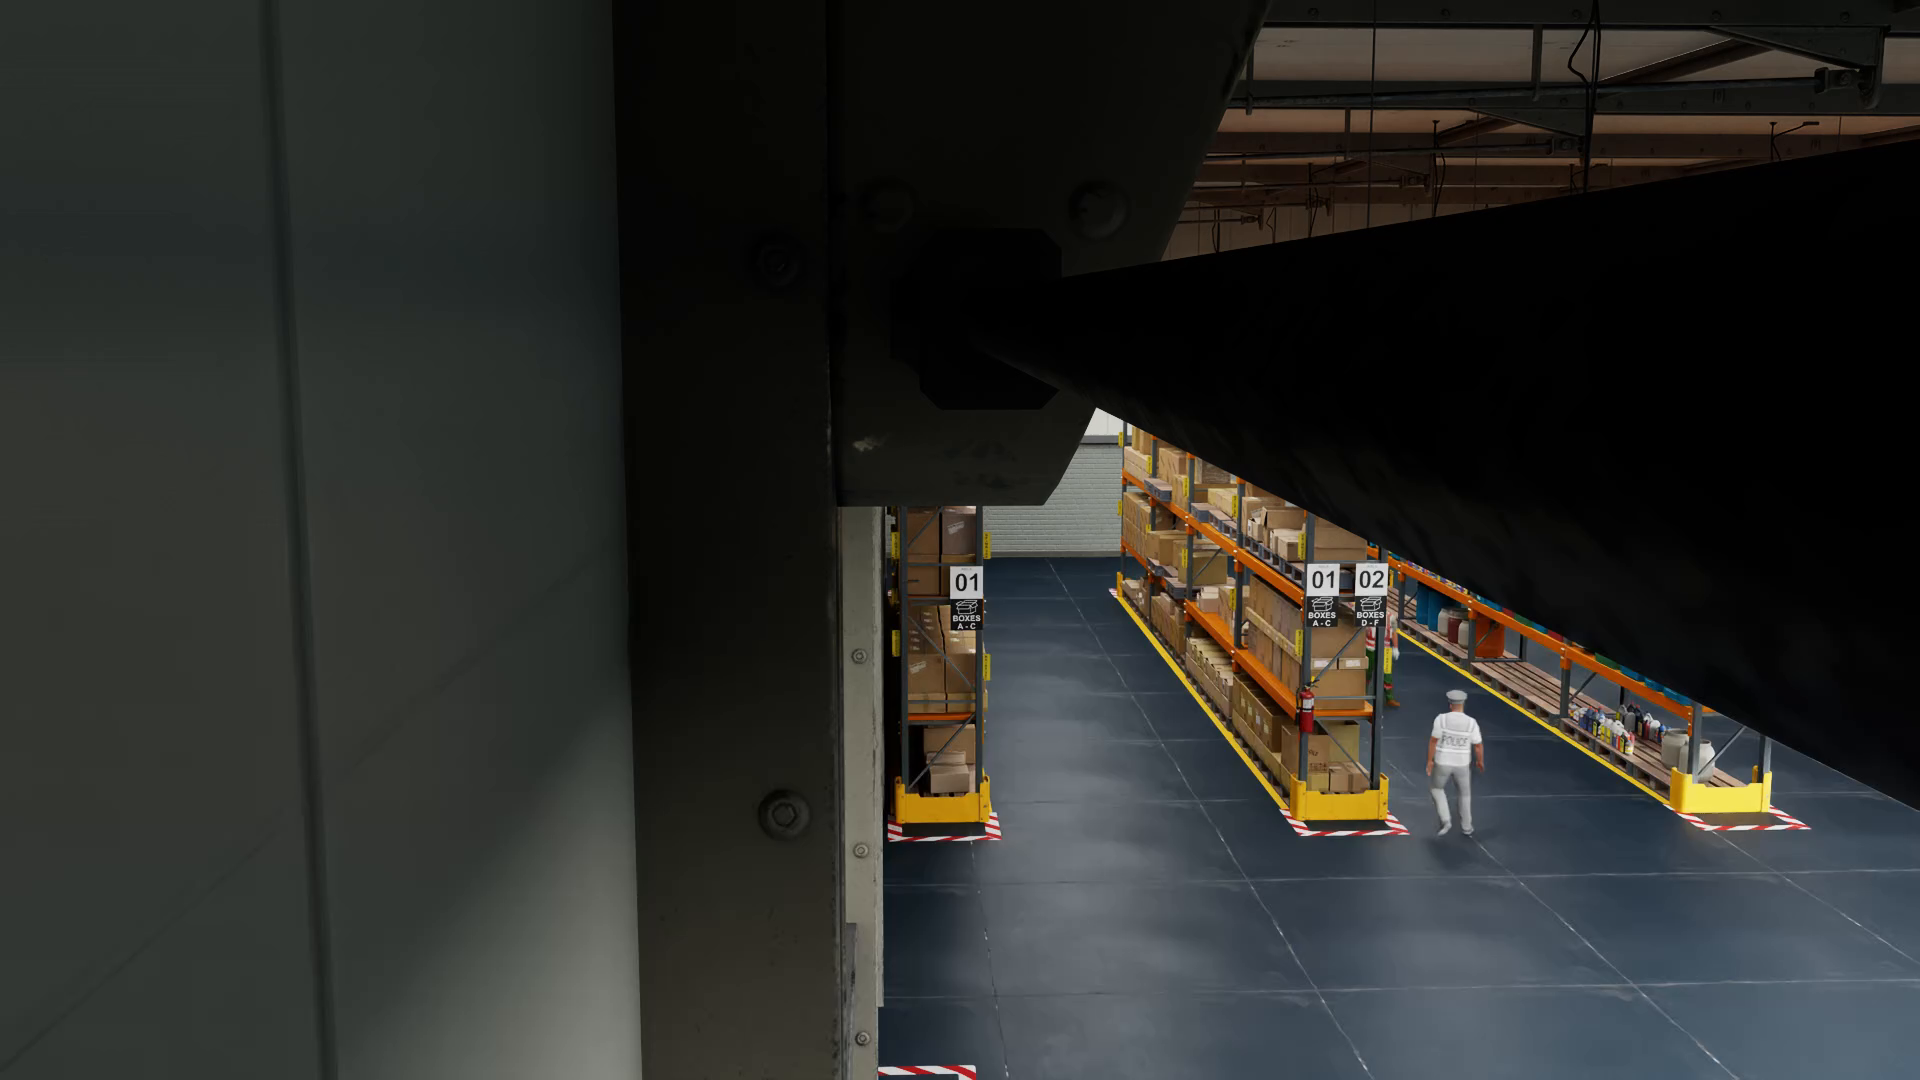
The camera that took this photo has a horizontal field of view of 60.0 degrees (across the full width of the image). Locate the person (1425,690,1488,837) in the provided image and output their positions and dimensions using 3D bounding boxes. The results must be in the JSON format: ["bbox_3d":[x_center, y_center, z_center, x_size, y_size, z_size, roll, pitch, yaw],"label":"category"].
[{"bbox_3d":[5.950,2.700,19.911,0.692,1.828,0.543,4,9,24],"label":"person"}]

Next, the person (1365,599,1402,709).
[{"bbox_3d":[6.683,1.779,26.424,0.697,1.758,0.940,-1,8,-9],"label":"person"}]
